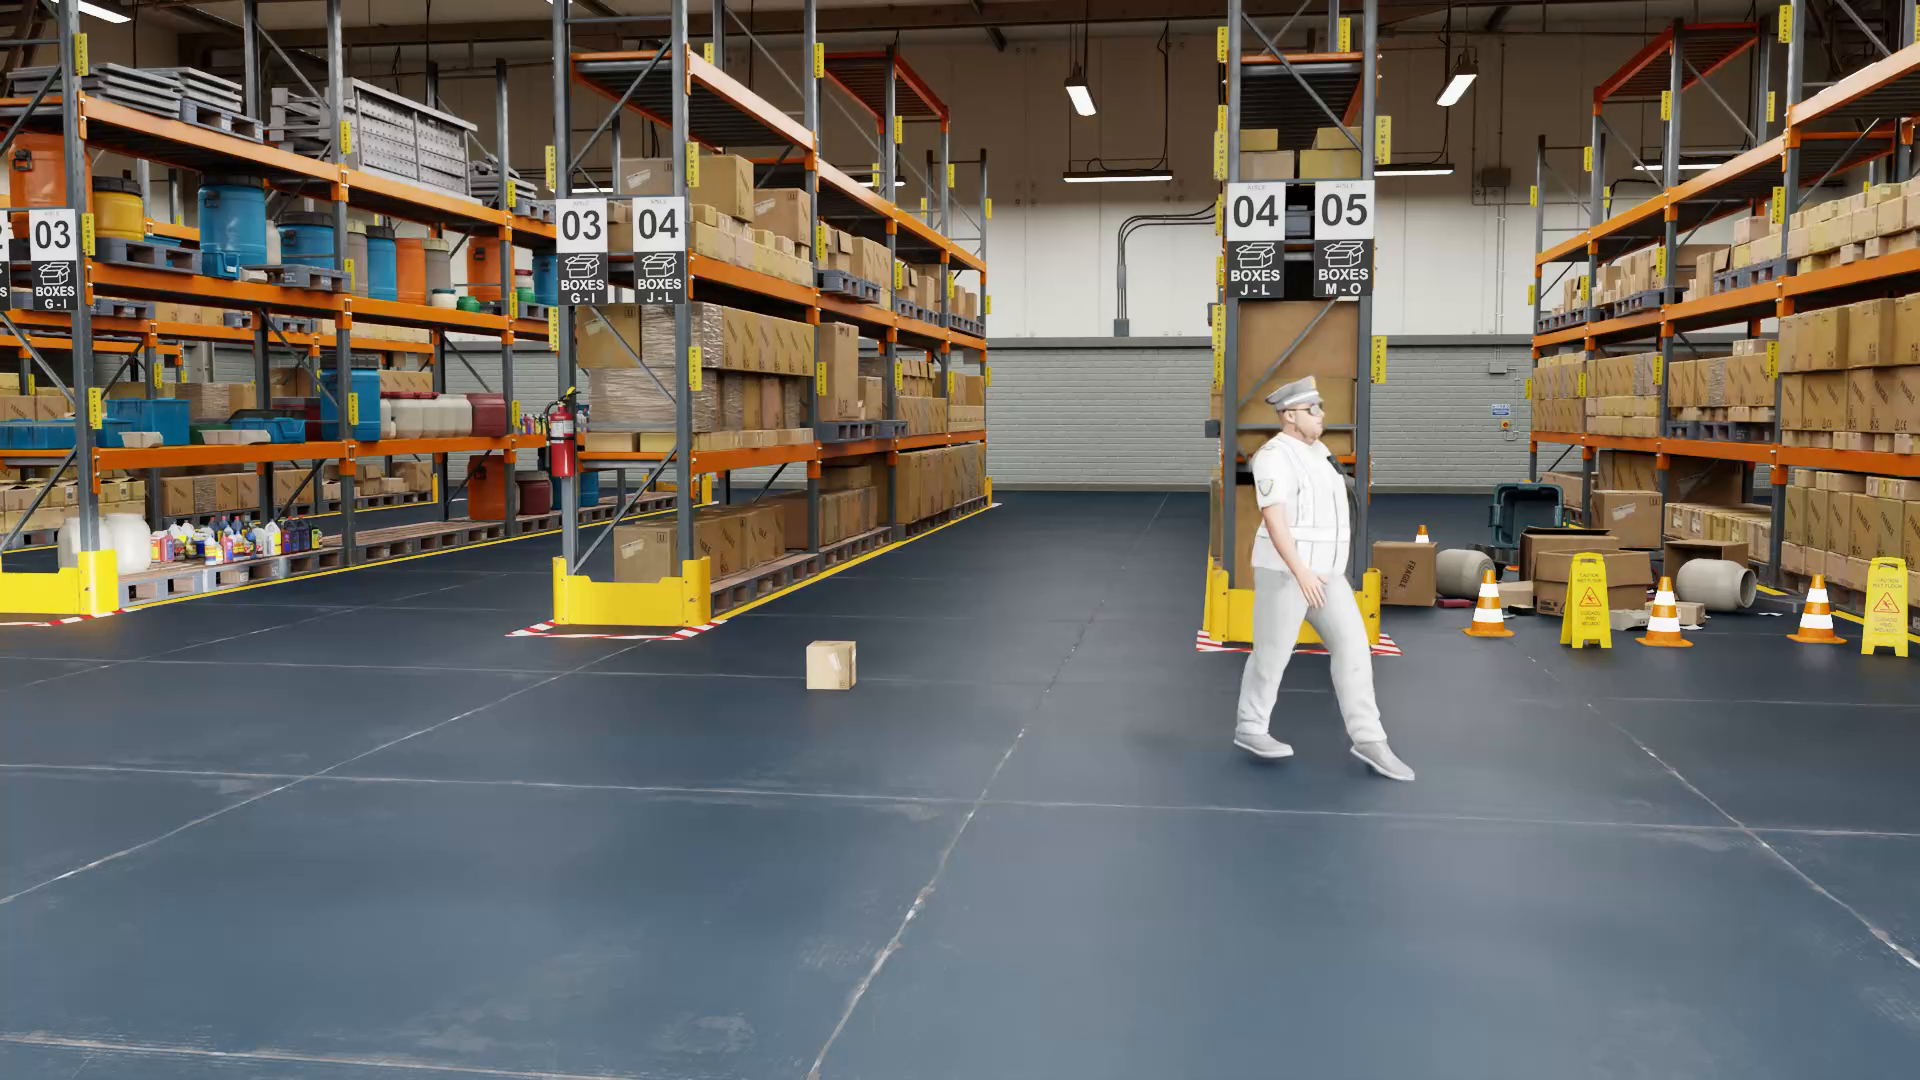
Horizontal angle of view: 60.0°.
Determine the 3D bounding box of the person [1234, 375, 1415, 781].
[{"bbox_3d":[1.599,0.161,7.456,0.536,1.787,0.844,-4,6,-41],"label":"person"}]
